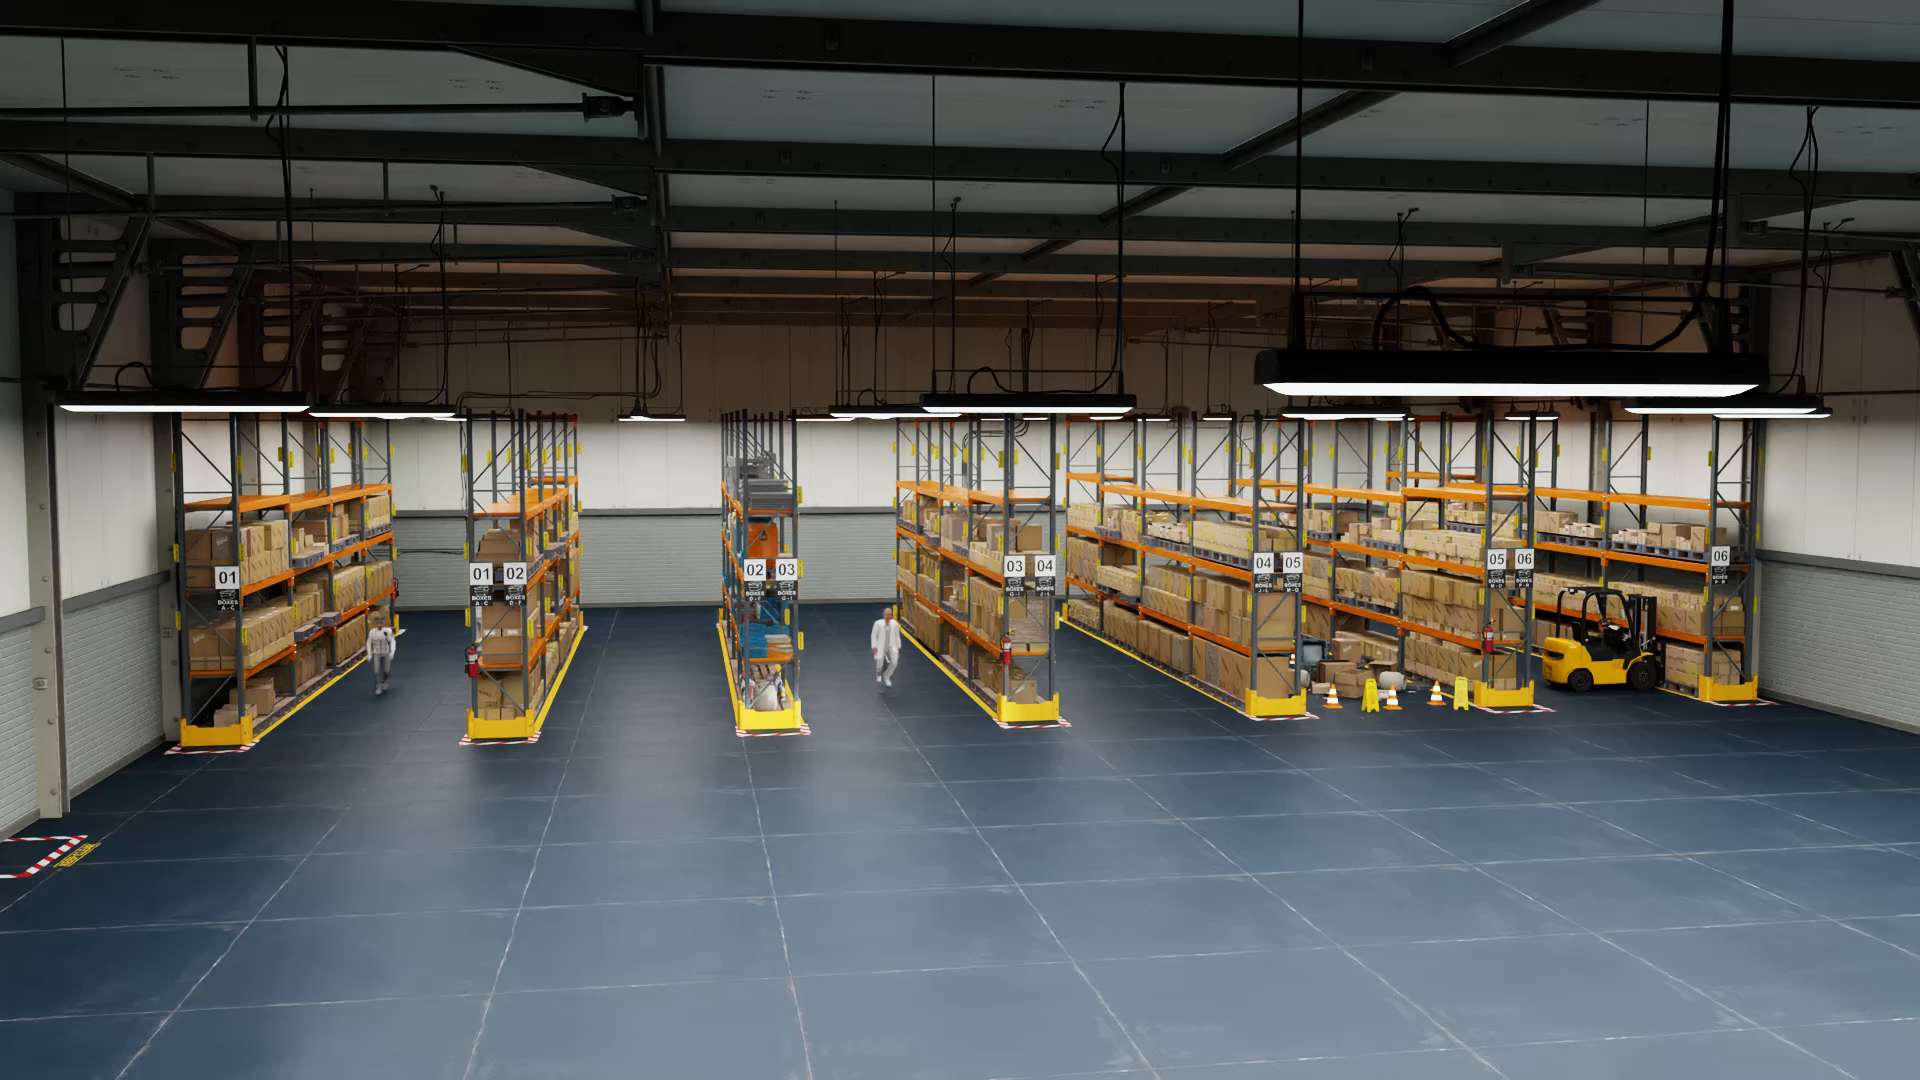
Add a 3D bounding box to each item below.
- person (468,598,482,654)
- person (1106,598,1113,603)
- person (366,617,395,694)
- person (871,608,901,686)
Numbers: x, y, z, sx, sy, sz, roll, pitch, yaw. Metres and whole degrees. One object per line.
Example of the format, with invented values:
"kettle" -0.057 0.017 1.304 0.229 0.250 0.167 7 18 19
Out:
"person" -11.947 1.955 41.335 0.592 1.788 0.505 1 4 14
"person" 4.682 1.238 52.213 0.454 1.654 0.671 3 5 39
"person" -12.355 2.433 35.490 0.583 1.659 0.549 -1 4 -15
"person" -1.551 2.243 35.178 0.675 1.607 0.787 -1 4 -15
